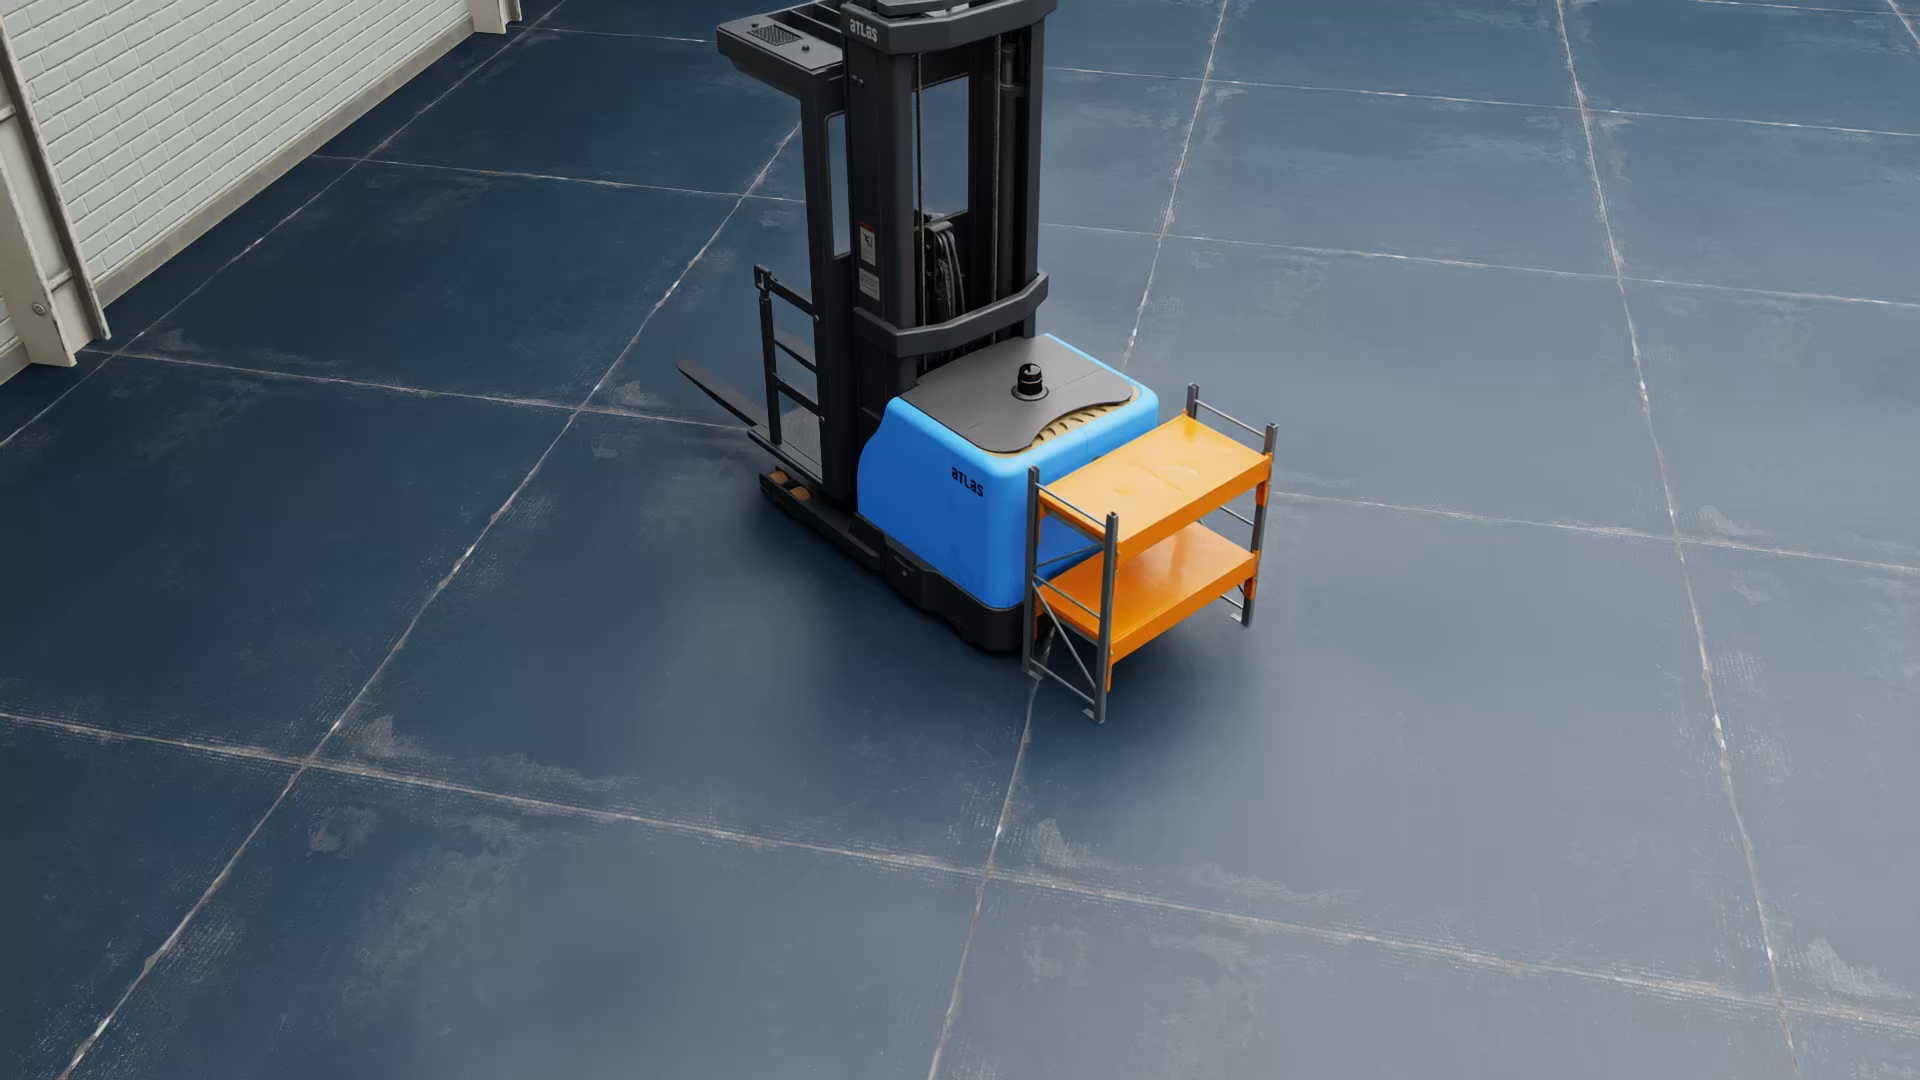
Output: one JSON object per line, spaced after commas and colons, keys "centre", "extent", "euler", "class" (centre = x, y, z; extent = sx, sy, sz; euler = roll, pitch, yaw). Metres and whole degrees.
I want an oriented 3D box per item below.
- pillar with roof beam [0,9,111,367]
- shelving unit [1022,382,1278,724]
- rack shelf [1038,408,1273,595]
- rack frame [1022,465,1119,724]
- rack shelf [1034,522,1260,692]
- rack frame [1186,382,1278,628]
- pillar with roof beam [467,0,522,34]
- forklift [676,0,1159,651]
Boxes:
{"centre": [-1.218, -4.270, 6.744], "extent": [9.100, 9.000, 0.400], "euler": [7, 37, 10], "class": "pillar with roof beam"}
{"centre": [0.842, 0.049, 7.493], "extent": [1.048, 1.125, 0.538], "euler": [-28, 44, -33], "class": "shelving unit"}
{"centre": [0.843, -0.188, 7.321], "extent": [1.000, 0.278, 0.538], "euler": [-28, 44, -33], "class": "rack shelf"}
{"centre": [0.466, 0.250, 7.216], "extent": [0.032, 1.125, 0.500], "euler": [-28, 44, -33], "class": "rack frame"}
{"centre": [0.842, 0.247, 7.637], "extent": [1.000, 0.278, 0.538], "euler": [-28, 44, -33], "class": "rack shelf"}
{"centre": [1.219, -0.152, 7.770], "extent": [0.032, 1.125, 0.500], "euler": [-28, 44, -33], "class": "rack frame"}
{"centre": [0.064, -7.710, 11.490], "extent": [9.100, 9.000, 0.400], "euler": [7, 37, 10], "class": "pillar with roof beam"}
{"centre": [-0.402, -1.467, 8.047], "extent": [1.130, 2.935, 3.031], "euler": [-26, 43, -31], "class": "forklift"}
